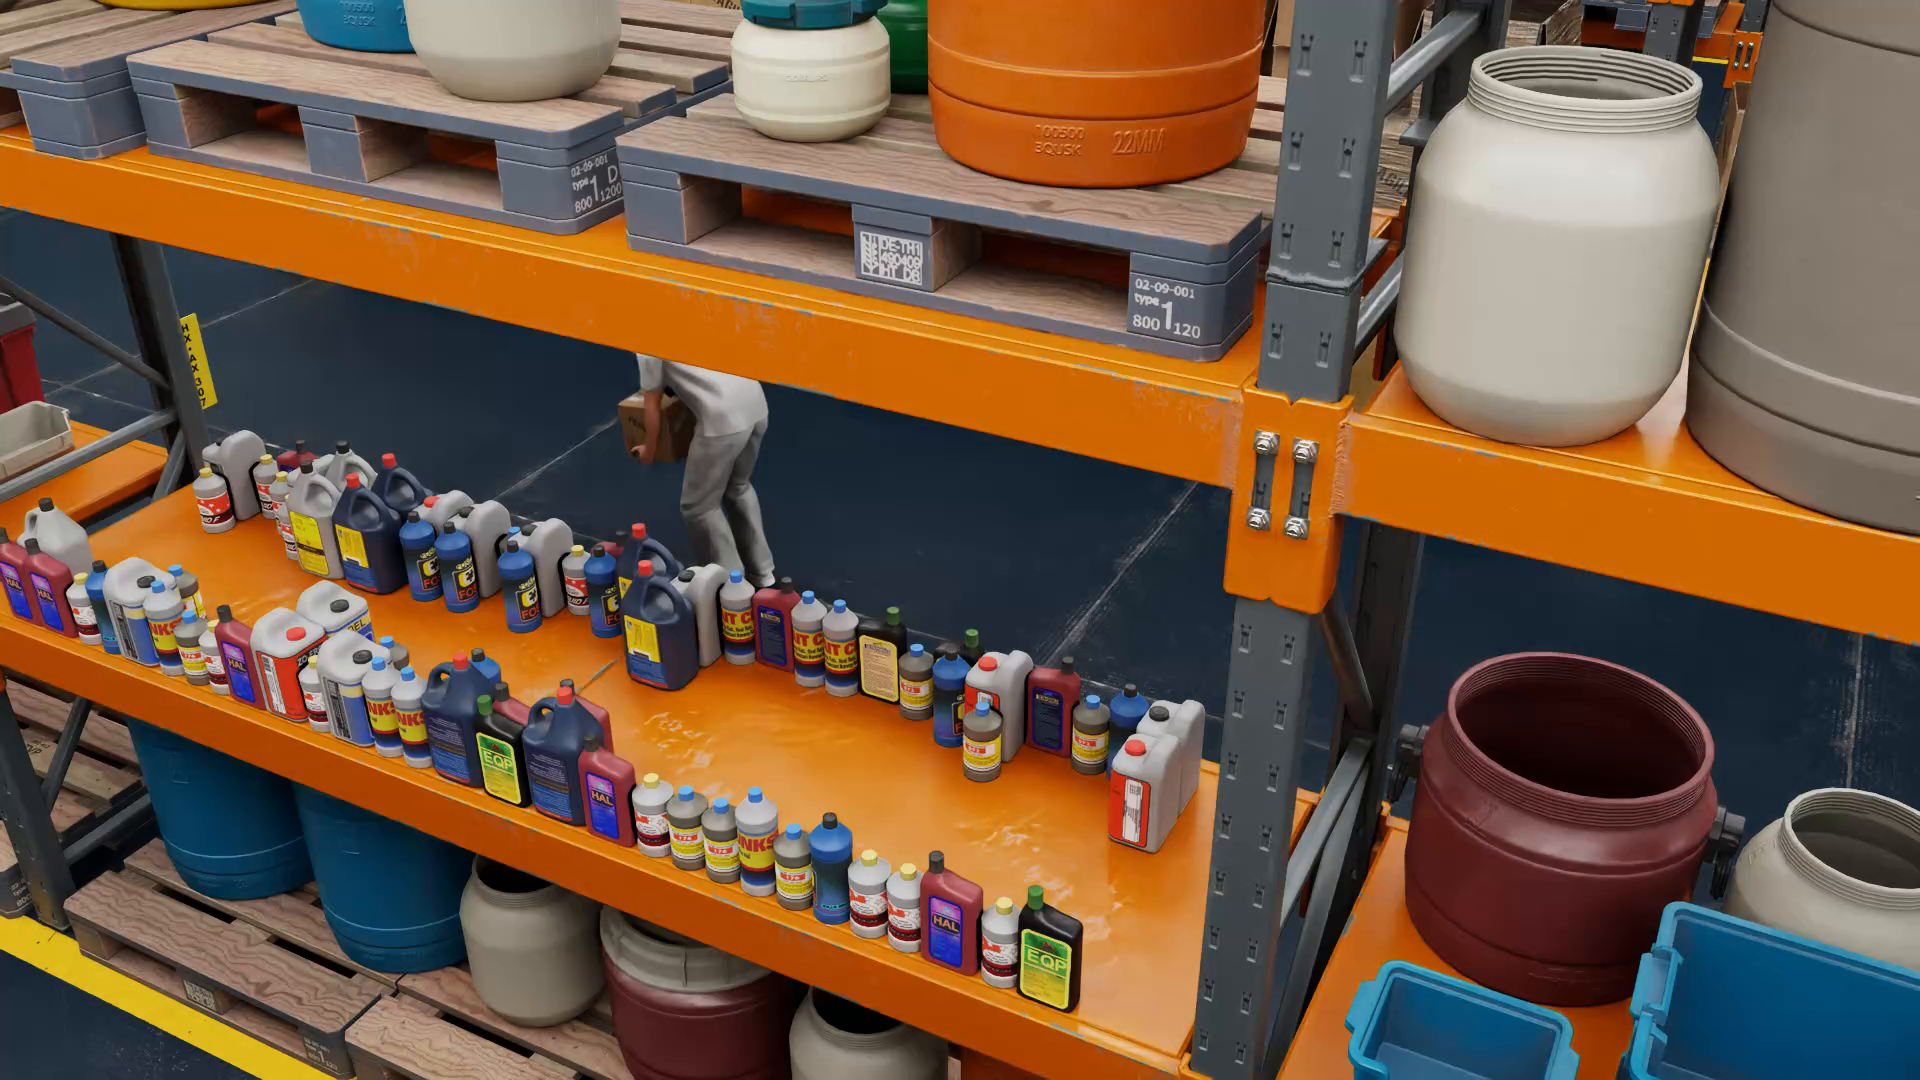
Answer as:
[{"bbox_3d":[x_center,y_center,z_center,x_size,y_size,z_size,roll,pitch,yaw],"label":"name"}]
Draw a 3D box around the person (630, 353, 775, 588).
[{"bbox_3d":[-1.144,-0.453,7.090,0.672,1.500,0.404,14,33,22],"label":"person"}]
